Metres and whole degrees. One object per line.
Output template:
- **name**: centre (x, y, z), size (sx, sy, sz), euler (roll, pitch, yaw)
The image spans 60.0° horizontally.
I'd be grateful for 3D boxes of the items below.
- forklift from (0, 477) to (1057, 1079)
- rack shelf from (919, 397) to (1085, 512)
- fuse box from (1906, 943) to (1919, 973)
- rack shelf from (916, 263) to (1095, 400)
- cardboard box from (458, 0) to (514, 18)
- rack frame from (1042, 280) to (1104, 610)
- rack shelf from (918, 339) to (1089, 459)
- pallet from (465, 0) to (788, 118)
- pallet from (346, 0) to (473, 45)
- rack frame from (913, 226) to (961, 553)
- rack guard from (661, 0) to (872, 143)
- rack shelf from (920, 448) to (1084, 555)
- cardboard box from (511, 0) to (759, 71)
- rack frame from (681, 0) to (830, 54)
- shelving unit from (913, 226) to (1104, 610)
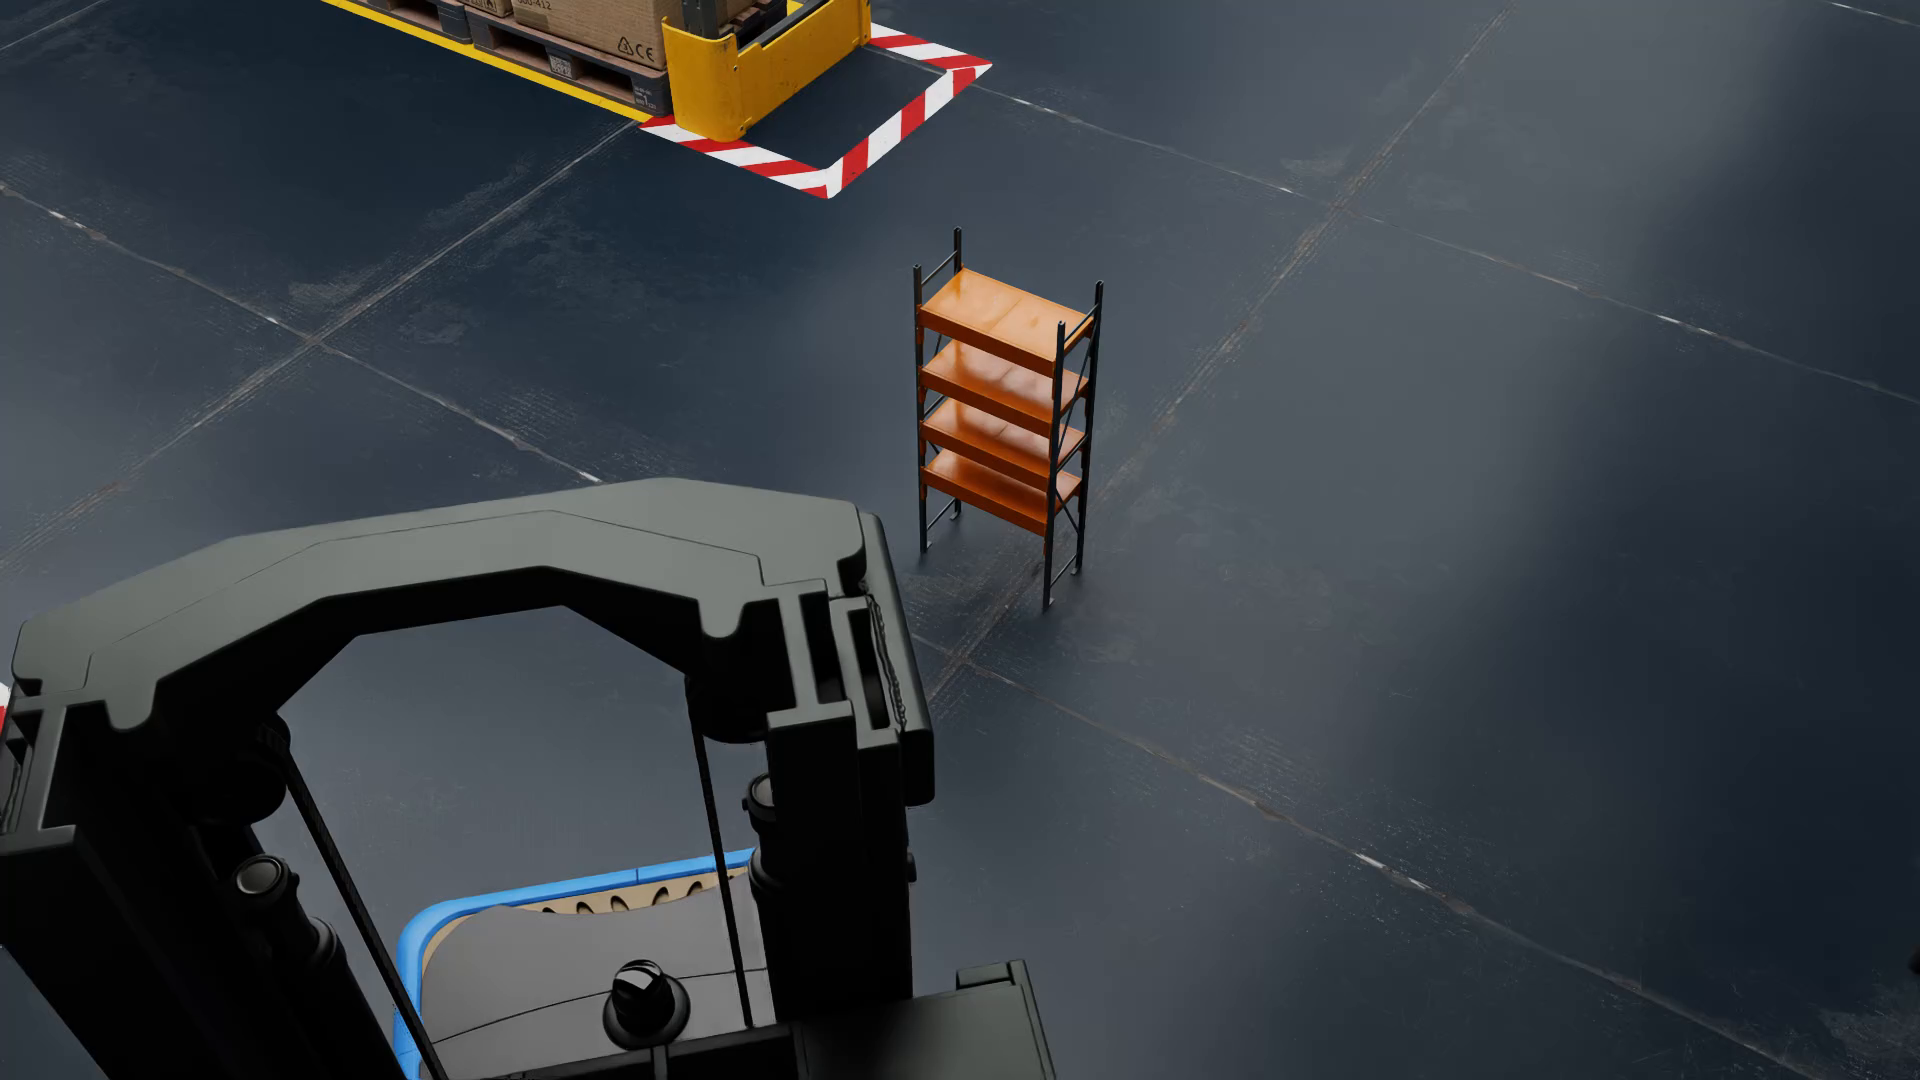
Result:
- **forklift**: centre (-0.395, 1.469, 2.278), size (1.130, 2.935, 3.031), euler (-8, 46, -8)
- **rack shelf**: centre (0.139, -0.307, 5.306), size (0.480, 0.148, 0.258), euler (25, 51, 22)
- **fuse box**: centre (2.615, 0.586, 3.987), size (0.414, 1.711, 0.539), euler (25, 51, 22)
- **rack shelf**: centre (0.139, -0.628, 4.976), size (0.480, 0.148, 0.258), euler (25, 51, 22)
- **cardboard box**: centre (-2.272, -3.041, 8.108), size (0.875, 0.438, 0.875), euler (26, 51, 23)
- **rack frame**: centre (0.345, -0.260, 5.166), size (0.015, 1.200, 0.240), euler (25, 51, 22)
- **rack shelf**: centre (0.139, -0.463, 5.145), size (0.480, 0.148, 0.258), euler (25, 51, 22)
- **pallet**: centre (-1.603, -2.534, 8.065), size (1.213, 0.211, 1.003), euler (25, 51, 22)
- **pallet**: centre (-2.626, -3.007, 8.525), size (1.213, 0.211, 1.003), euler (25, 51, 22)
- **rack frame**: centre (-0.066, -0.449, 5.349), size (0.015, 1.200, 0.240), euler (25, 51, 22)
- **rack guard**: centre (-0.867, -2.363, 7.698), size (0.348, 0.500, 1.175), euler (25, 51, 22)
- **rack shelf**: centre (0.139, -0.169, 5.448), size (0.480, 0.148, 0.258), euler (25, 51, 22)
- **cardboard box**: centre (-1.497, -2.692, 7.768), size (0.875, 0.438, 0.875), euler (23, 50, 21)
- **rack frame**: centre (-0.888, -3.244, 6.810), size (0.127, 3.000, 1.000), euler (25, 51, 22)
- **shelving unit**: centre (0.139, -0.354, 5.257), size (0.503, 1.200, 0.258), euler (25, 51, 22)
